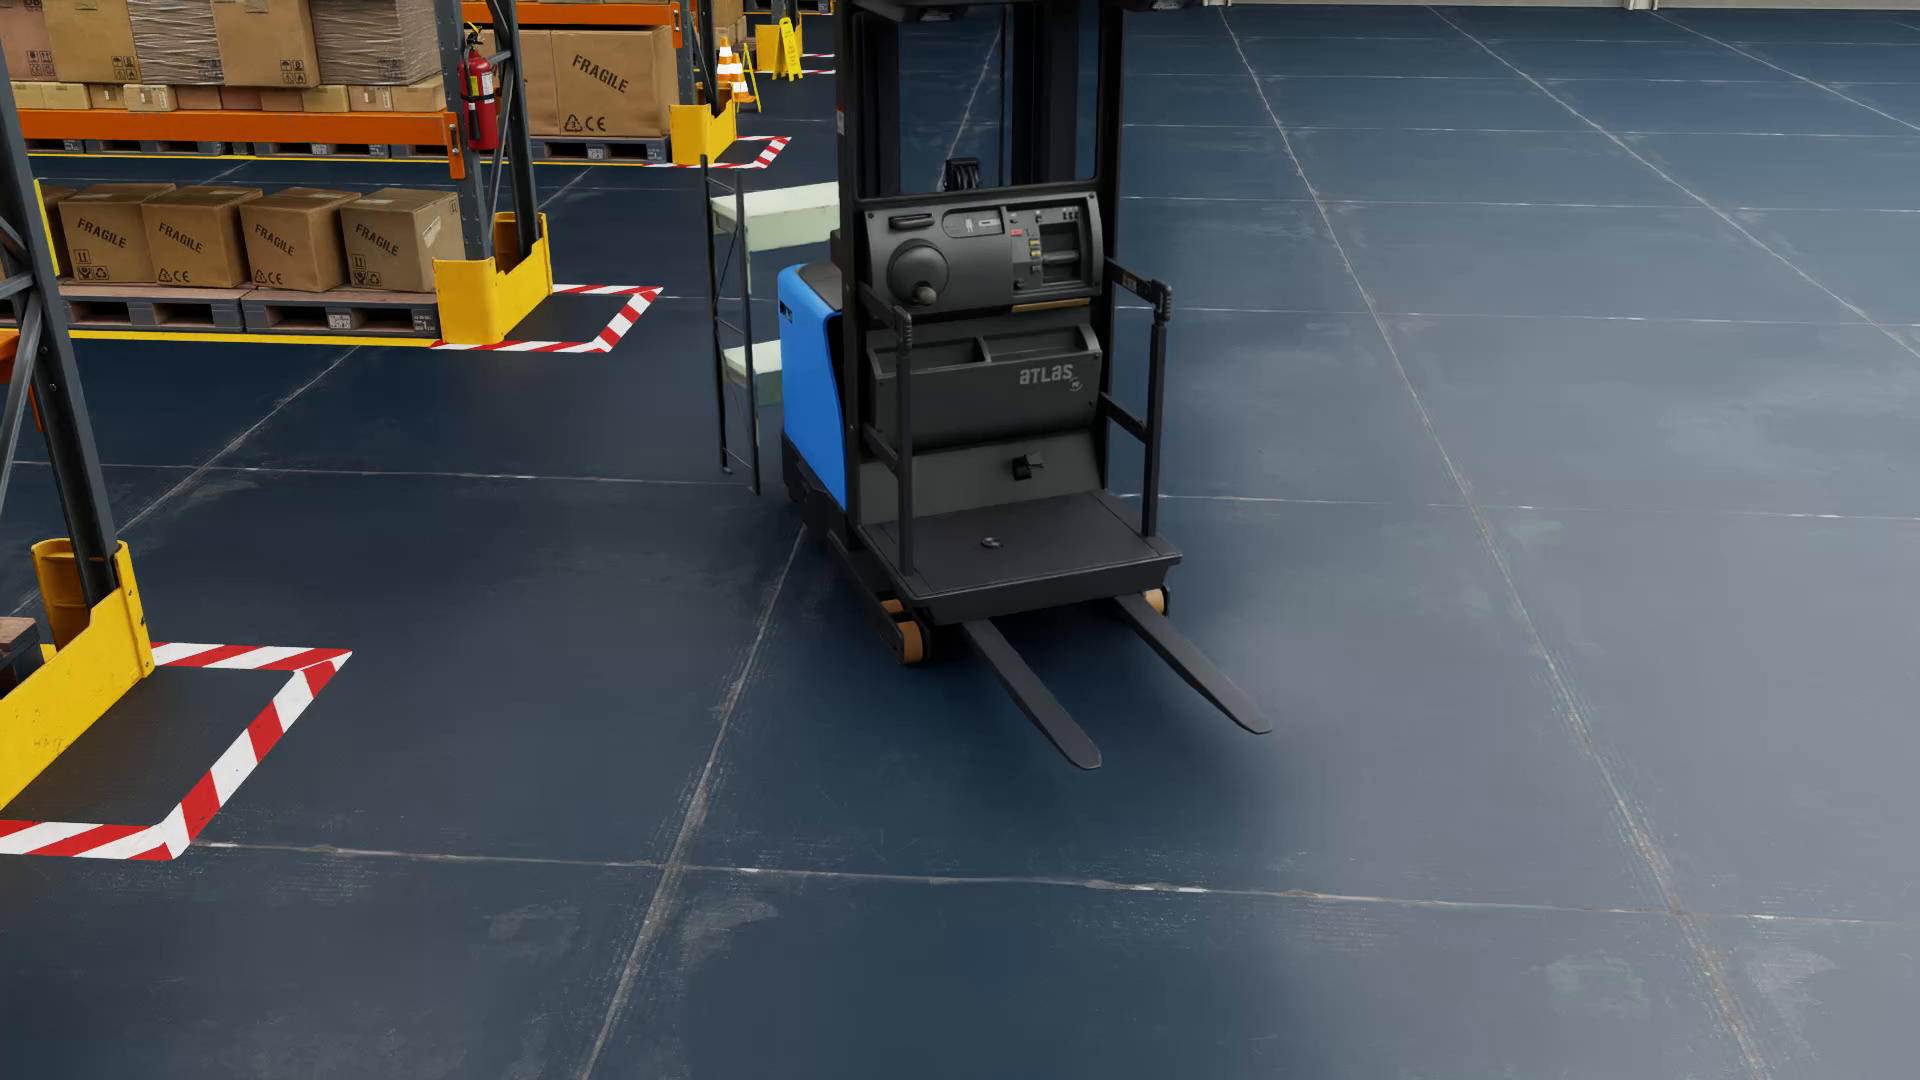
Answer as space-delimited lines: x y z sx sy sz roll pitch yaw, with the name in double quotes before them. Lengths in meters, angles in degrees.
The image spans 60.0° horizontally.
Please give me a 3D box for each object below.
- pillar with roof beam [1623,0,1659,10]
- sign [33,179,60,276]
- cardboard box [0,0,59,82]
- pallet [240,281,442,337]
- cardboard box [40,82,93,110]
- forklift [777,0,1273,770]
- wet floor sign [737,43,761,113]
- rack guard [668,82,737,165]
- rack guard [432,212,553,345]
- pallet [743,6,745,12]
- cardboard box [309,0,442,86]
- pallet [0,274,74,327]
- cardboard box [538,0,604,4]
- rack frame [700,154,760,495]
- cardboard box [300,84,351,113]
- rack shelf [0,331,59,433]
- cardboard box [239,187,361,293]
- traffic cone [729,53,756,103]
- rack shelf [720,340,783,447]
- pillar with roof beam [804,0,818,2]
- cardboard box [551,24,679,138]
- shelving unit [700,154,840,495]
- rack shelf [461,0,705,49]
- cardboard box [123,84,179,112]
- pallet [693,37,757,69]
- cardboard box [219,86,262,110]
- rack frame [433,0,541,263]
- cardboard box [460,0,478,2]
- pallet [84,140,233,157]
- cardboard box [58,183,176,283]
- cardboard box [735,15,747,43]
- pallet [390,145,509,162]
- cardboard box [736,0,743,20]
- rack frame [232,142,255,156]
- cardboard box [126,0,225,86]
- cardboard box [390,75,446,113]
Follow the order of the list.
"pillar with roof beam" 9.385 -9.892 17.983 0.400 9.000 9.100 2 25 4
"sign" -3.092 -1.039 5.588 0.005 0.325 0.100 2 25 4
"cardboard box" -5.302 -3.012 9.731 0.500 0.500 0.875 2 25 4
"pallet" -3.643 -1.524 10.311 1.213 0.211 1.003 2 25 4
"cardboard box" -5.060 -2.587 9.585 0.250 0.149 0.380 2 25 4
"forklift" 0.173 -1.058 6.043 1.130 2.935 3.031 -9 26 -18
"wet floor sign" -2.099 -4.567 16.403 0.232 0.644 0.267 -2 25 -5
"rack guard" -2.255 -3.676 14.640 0.348 0.500 1.175 2 25 4
"rack guard" -2.835 -1.615 10.162 0.348 0.500 1.175 2 25 4
"pallet" -3.603 -7.728 23.792 1.213 0.211 1.003 2 25 4
"cardboard box" -3.306 -2.958 9.614 0.500 0.500 0.875 2 25 4
"pallet" -6.076 -1.603 10.480 1.213 0.211 1.003 2 25 4
"cardboard box" -3.203 -4.882 14.091 0.550 0.550 0.875 2 25 4
"rack frame" -1.041 -0.962 7.545 0.023 1.500 0.400 -14 28 -28
"cardboard box" -3.562 -2.552 9.508 0.250 0.149 0.380 2 25 4
"rack shelf" -5.133 -0.421 5.437 4.000 0.370 1.077 2 25 4
"cardboard box" -3.980 -1.835 10.138 0.500 0.500 0.500 8 26 18
"traffic cone" -2.274 -4.729 16.973 0.334 0.463 0.336 2 25 4
"rack shelf" -0.729 -0.746 7.855 0.720 0.370 0.431 -14 28 -28
"pillar with roof beam" -2.579 -10.276 18.818 0.400 9.000 9.100 2 25 4
"cardboard box" -2.960 -4.032 14.463 0.875 0.875 0.875 2 25 4
"shelving unit" -0.729 -1.043 7.720 0.755 1.500 0.431 -14 28 -28
"rack shelf" -4.273 -4.549 14.409 4.000 0.370 1.077 2 25 4
"cardboard box" -4.563 -2.561 9.528 0.250 0.149 0.380 2 25 4
"pallet" -2.884 -5.655 19.287 1.213 0.211 1.003 2 25 4
"cardboard box" -4.056 -2.592 9.594 0.250 0.149 0.380 2 25 4
"rack frame" -2.760 -2.748 9.634 0.127 3.000 1.000 2 25 4
"cardboard box" -4.283 -4.952 14.243 0.500 0.550 0.875 2 25 4
"pallet" -7.042 -3.667 14.966 1.213 0.211 1.003 2 25 4
"cardboard box" -5.155 -1.900 10.278 0.500 0.500 0.500 0 25 -1
"cardboard box" -2.784 -5.961 19.404 0.500 0.250 0.500 2 25 4
"pallet" -4.295 -3.578 14.774 1.213 0.211 1.003 2 25 4
"cardboard box" -2.808 -6.302 19.248 0.500 0.500 0.500 1 25 2
"rack frame" -6.267 -4.940 14.398 0.127 3.000 1.000 2 25 4
"cardboard box" -4.309 -2.958 9.614 0.500 0.500 0.875 2 25 4
"cardboard box" -3.060 -2.557 9.519 0.250 0.149 0.380 2 25 4
